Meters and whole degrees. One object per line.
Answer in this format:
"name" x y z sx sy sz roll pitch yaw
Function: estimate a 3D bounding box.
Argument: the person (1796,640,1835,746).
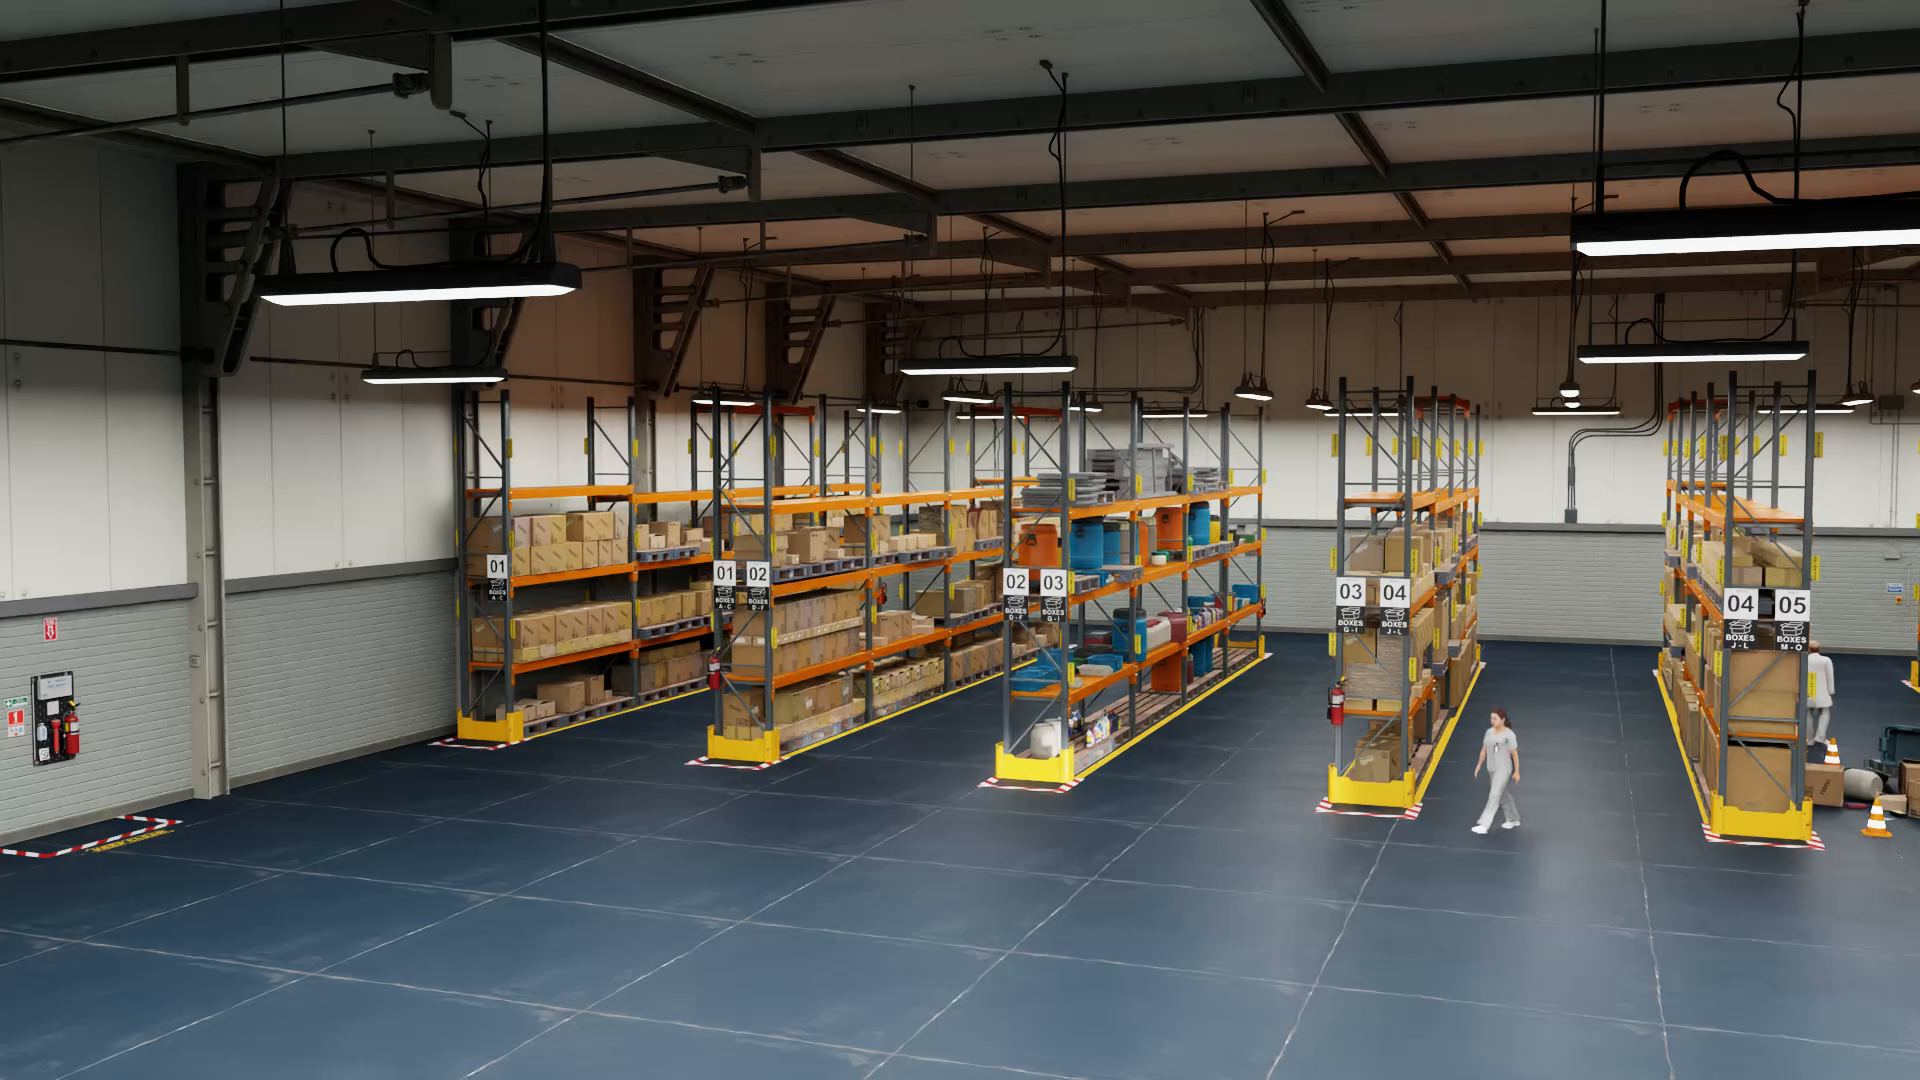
"person" 14.373 2.578 27.977 0.612 1.775 0.610 1 3 22

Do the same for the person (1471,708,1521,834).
"person" 6.931 2.983 21.583 1.044 1.615 0.468 -2 4 -26

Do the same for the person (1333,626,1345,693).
"person" 7.769 2.287 33.542 0.554 1.681 0.920 2 4 30

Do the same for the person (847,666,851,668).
"person" -2.667 2.099 37.602 0.489 1.640 0.476 2 4 38
